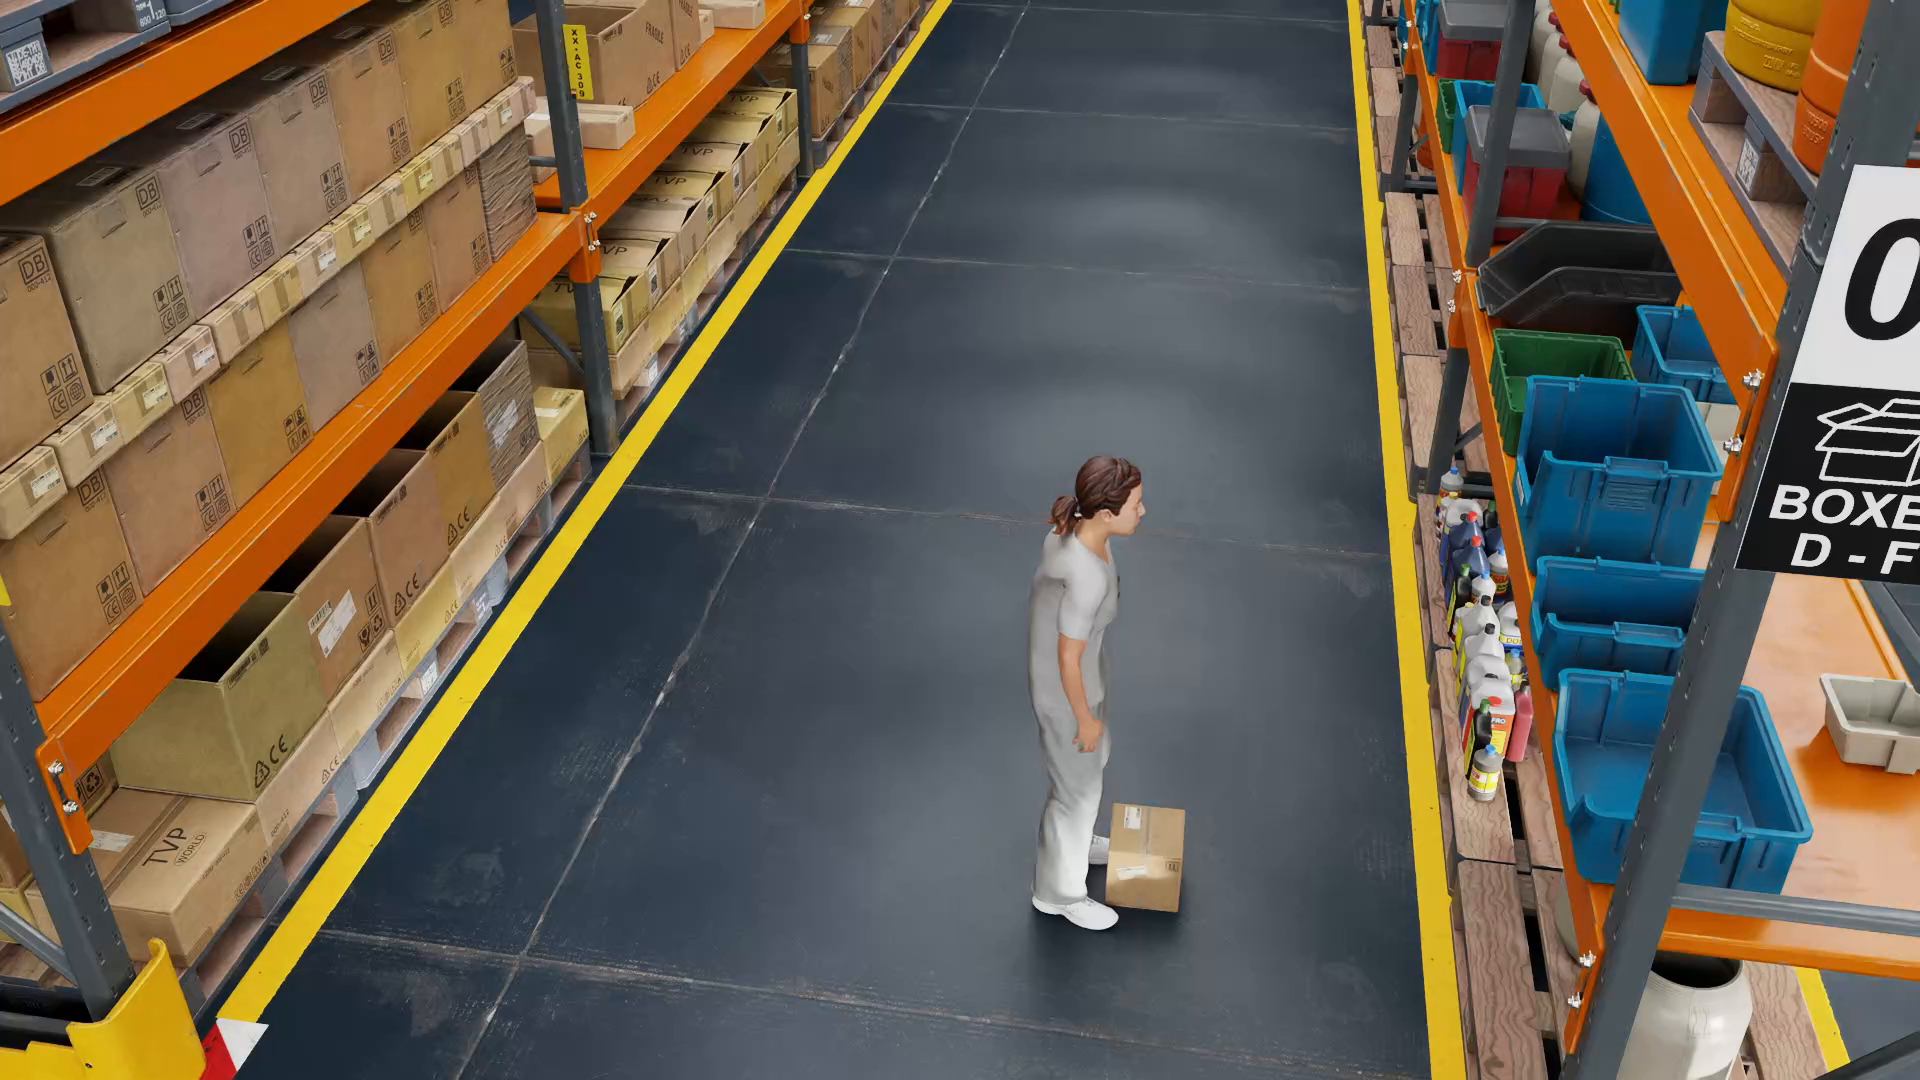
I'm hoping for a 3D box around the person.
[{"bbox_3d":[0.394,0.477,5.392,0.363,1.671,0.514,3,33,5],"label":"person"}]
